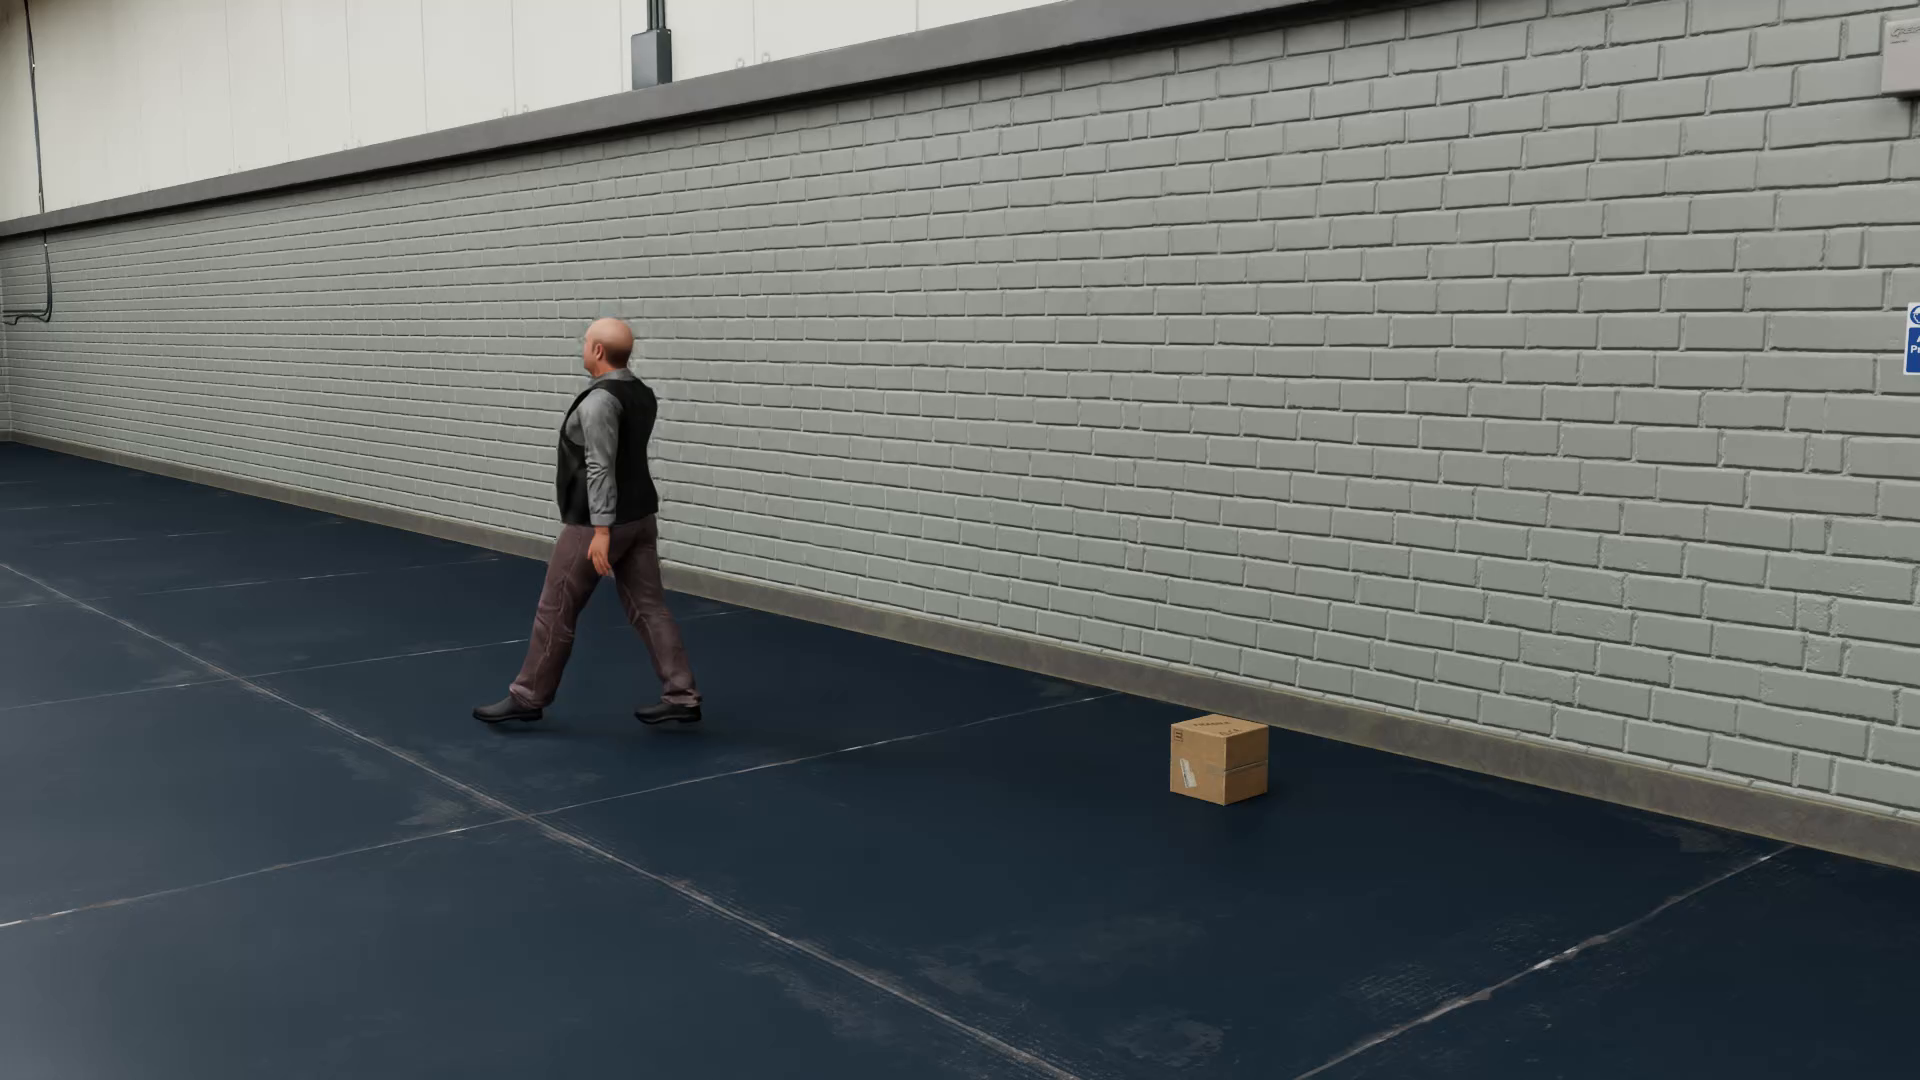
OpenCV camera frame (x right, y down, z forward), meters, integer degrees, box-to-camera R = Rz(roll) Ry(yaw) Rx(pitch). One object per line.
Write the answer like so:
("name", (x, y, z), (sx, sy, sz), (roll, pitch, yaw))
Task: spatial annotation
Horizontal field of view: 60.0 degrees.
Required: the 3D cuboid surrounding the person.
("person", (-1.526, -0.077, 6.870), (0.972, 1.667, 0.568), (3, 8, 19))
